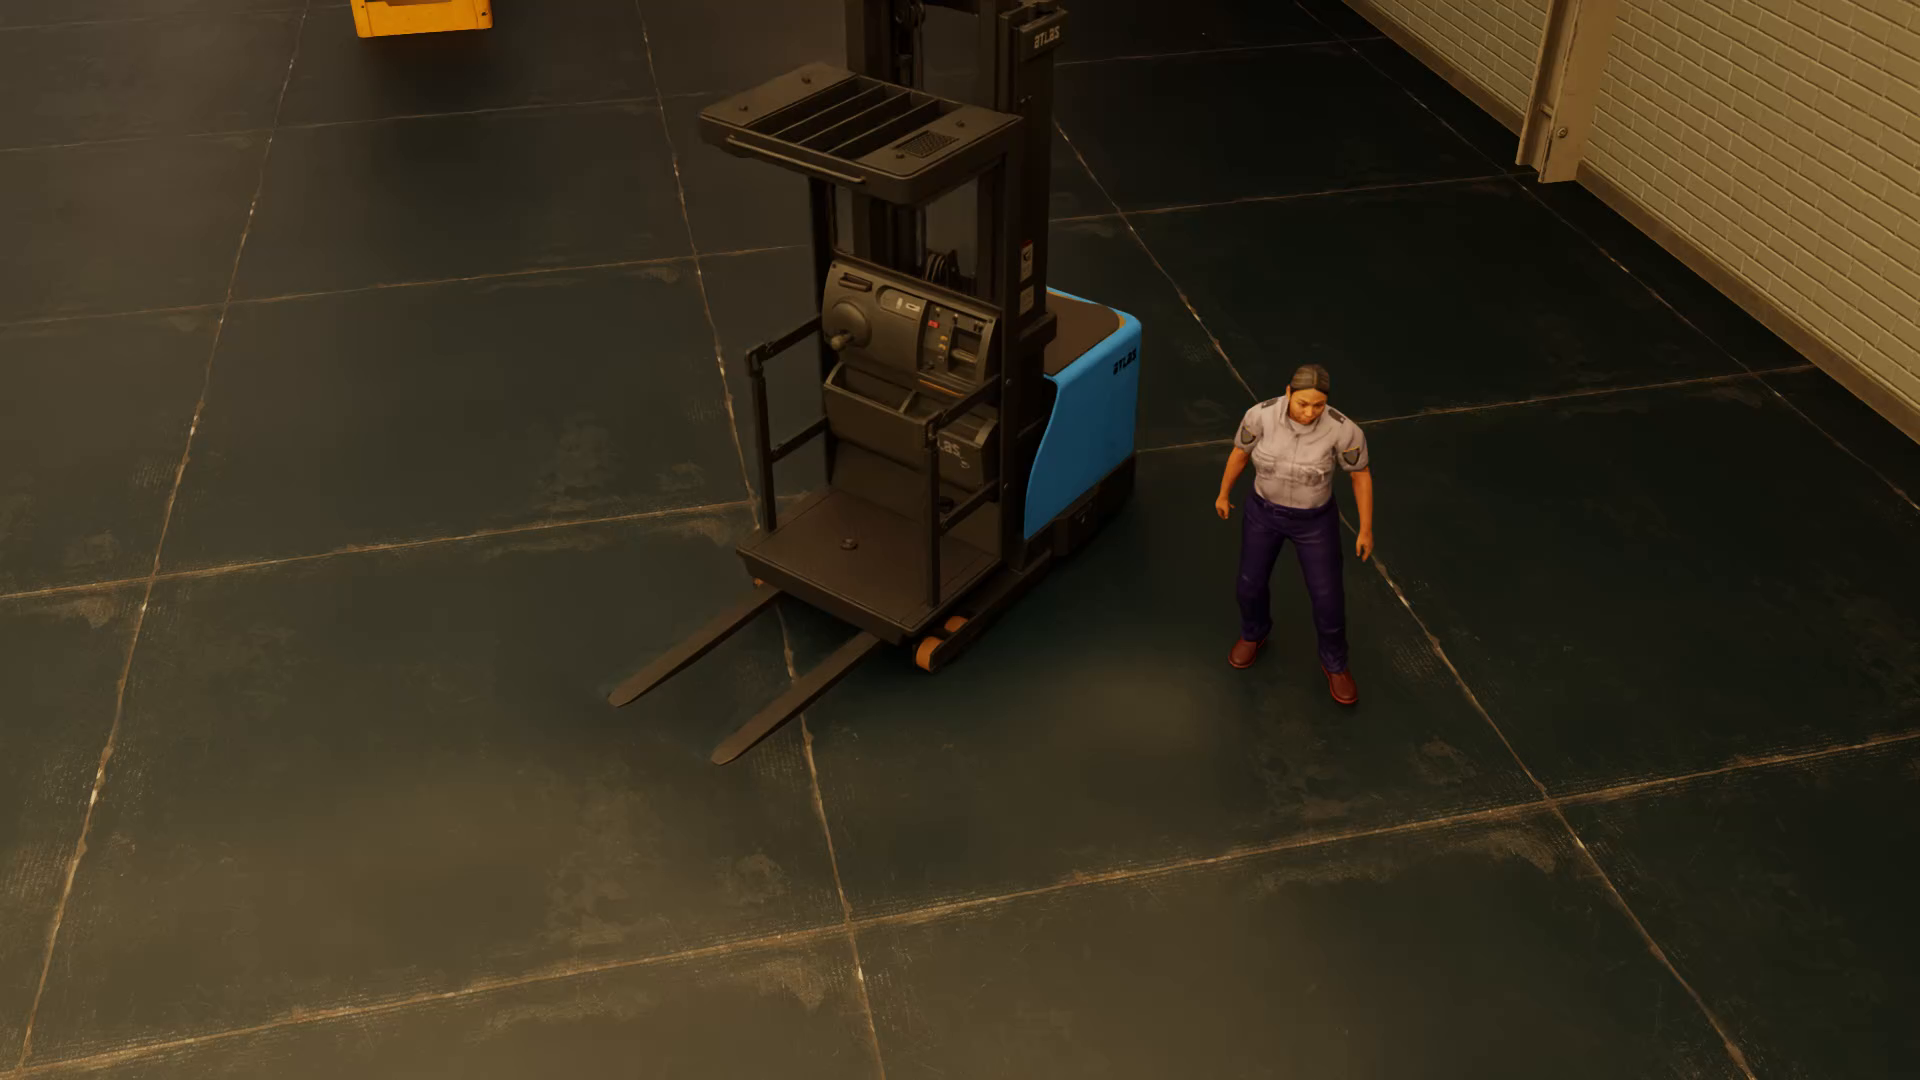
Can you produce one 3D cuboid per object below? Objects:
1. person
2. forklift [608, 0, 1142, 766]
[{"bbox_3d":[1.488,-0.080,7.289,0.784,1.625,0.374,13,38,18],"label":"person"},{"bbox_3d":[-0.360,-0.901,7.303,1.130,2.935,3.031,23,42,29],"label":"forklift"}]
